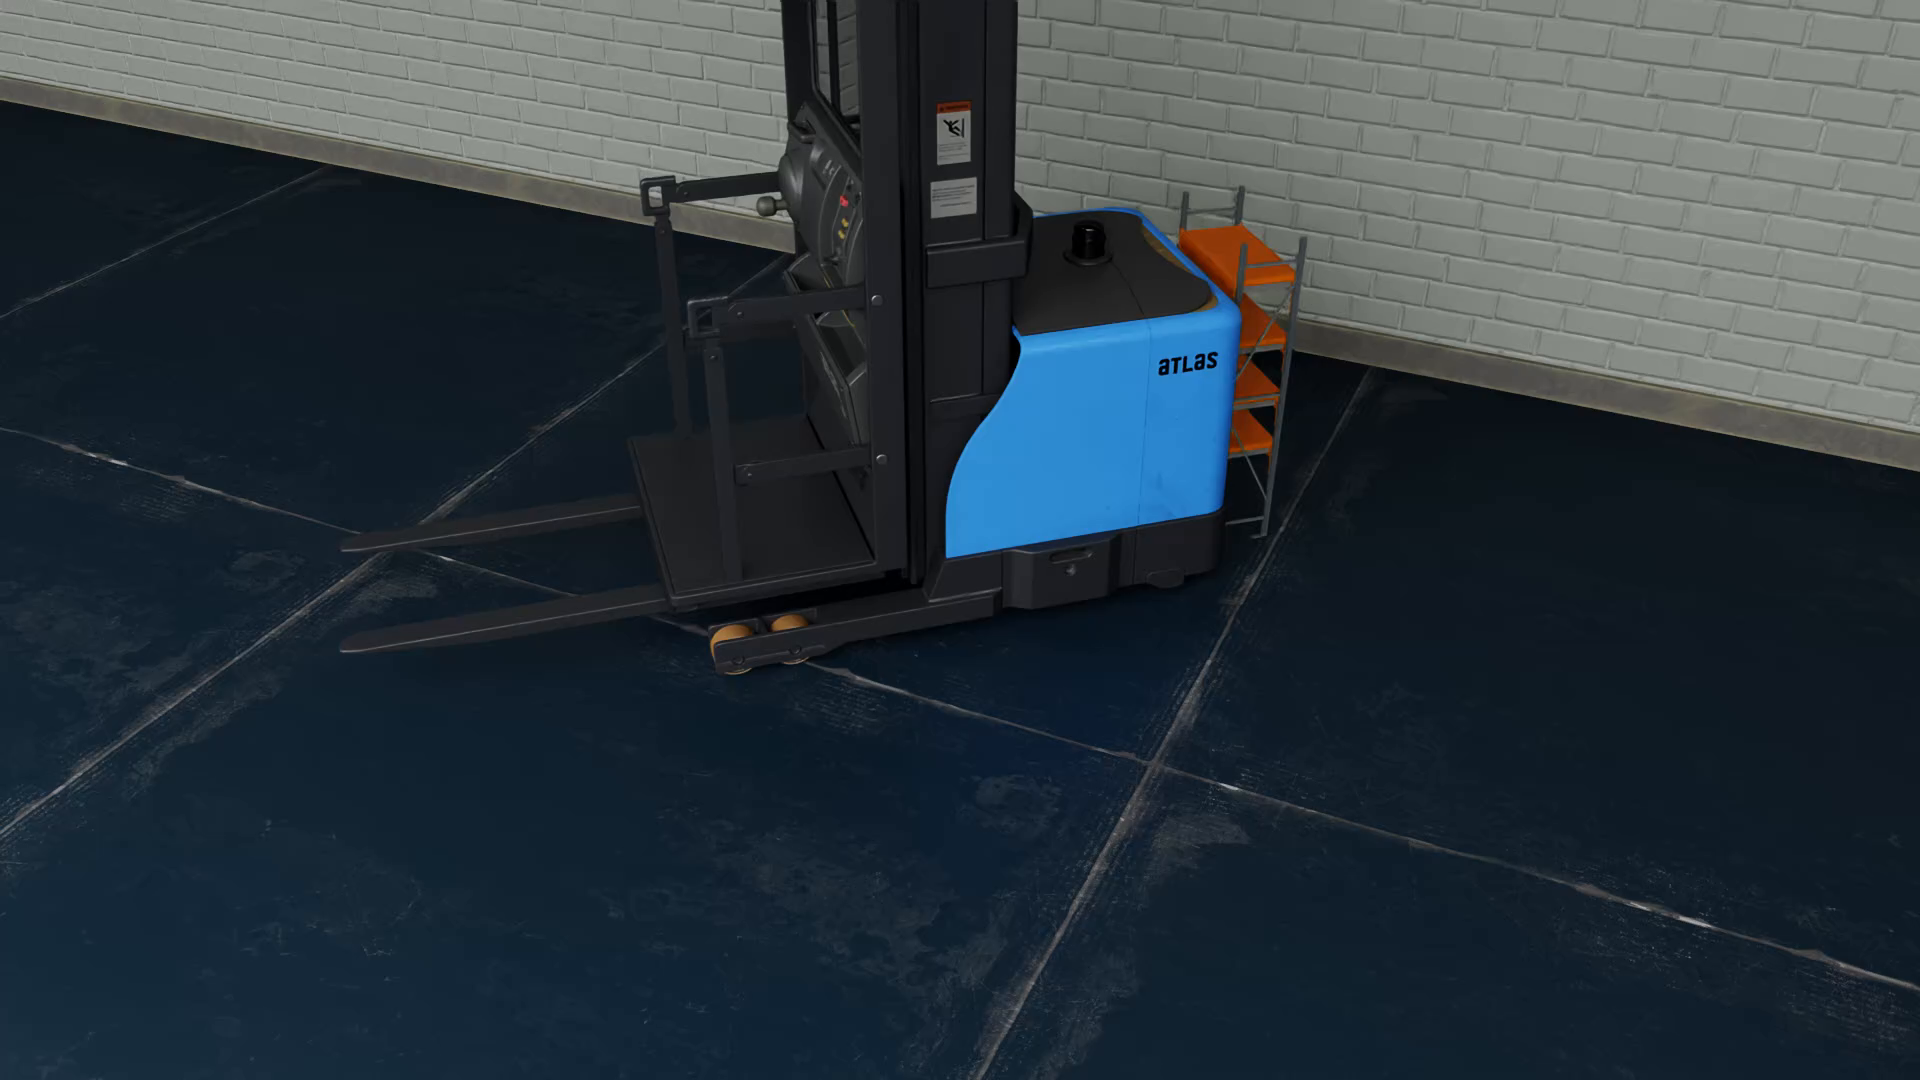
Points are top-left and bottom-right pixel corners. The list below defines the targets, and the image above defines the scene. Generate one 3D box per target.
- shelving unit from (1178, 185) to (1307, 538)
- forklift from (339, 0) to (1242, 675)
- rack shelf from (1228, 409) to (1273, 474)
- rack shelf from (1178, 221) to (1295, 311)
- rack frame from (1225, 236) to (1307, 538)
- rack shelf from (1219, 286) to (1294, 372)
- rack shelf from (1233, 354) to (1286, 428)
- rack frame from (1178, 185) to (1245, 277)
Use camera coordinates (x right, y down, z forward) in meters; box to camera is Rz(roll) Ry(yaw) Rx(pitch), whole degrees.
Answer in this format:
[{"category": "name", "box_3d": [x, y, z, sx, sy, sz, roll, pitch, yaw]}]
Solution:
[{"category": "shelving unit", "box_3d": [0.977, -0.631, 6.115, 0.258, 1.200, 0.503, -9, 34, -15]}, {"category": "forklift", "box_3d": [-0.627, -1.099, 5.254, 3.031, 2.935, 1.130, -9, 34, -14]}, {"category": "rack shelf", "box_3d": [0.974, -0.408, 6.260, 0.258, 0.148, 0.480, -9, 34, -15]}, {"category": "rack shelf", "box_3d": [0.983, -0.961, 5.901, 0.258, 0.148, 0.480, -9, 34, -15]}, {"category": "rack frame", "box_3d": [1.049, -0.503, 5.920, 0.240, 1.200, 0.015, -9, 34, -15]}, {"category": "rack shelf", "box_3d": [0.980, -0.763, 6.030, 0.258, 0.148, 0.480, -9, 34, -15]}, {"category": "rack shelf", "box_3d": [0.976, -0.575, 6.151, 0.258, 0.148, 0.480, -9, 34, -15]}, {"category": "rack frame", "box_3d": [0.906, -0.759, 6.310, 0.240, 1.200, 0.015, -9, 34, -15]}]
